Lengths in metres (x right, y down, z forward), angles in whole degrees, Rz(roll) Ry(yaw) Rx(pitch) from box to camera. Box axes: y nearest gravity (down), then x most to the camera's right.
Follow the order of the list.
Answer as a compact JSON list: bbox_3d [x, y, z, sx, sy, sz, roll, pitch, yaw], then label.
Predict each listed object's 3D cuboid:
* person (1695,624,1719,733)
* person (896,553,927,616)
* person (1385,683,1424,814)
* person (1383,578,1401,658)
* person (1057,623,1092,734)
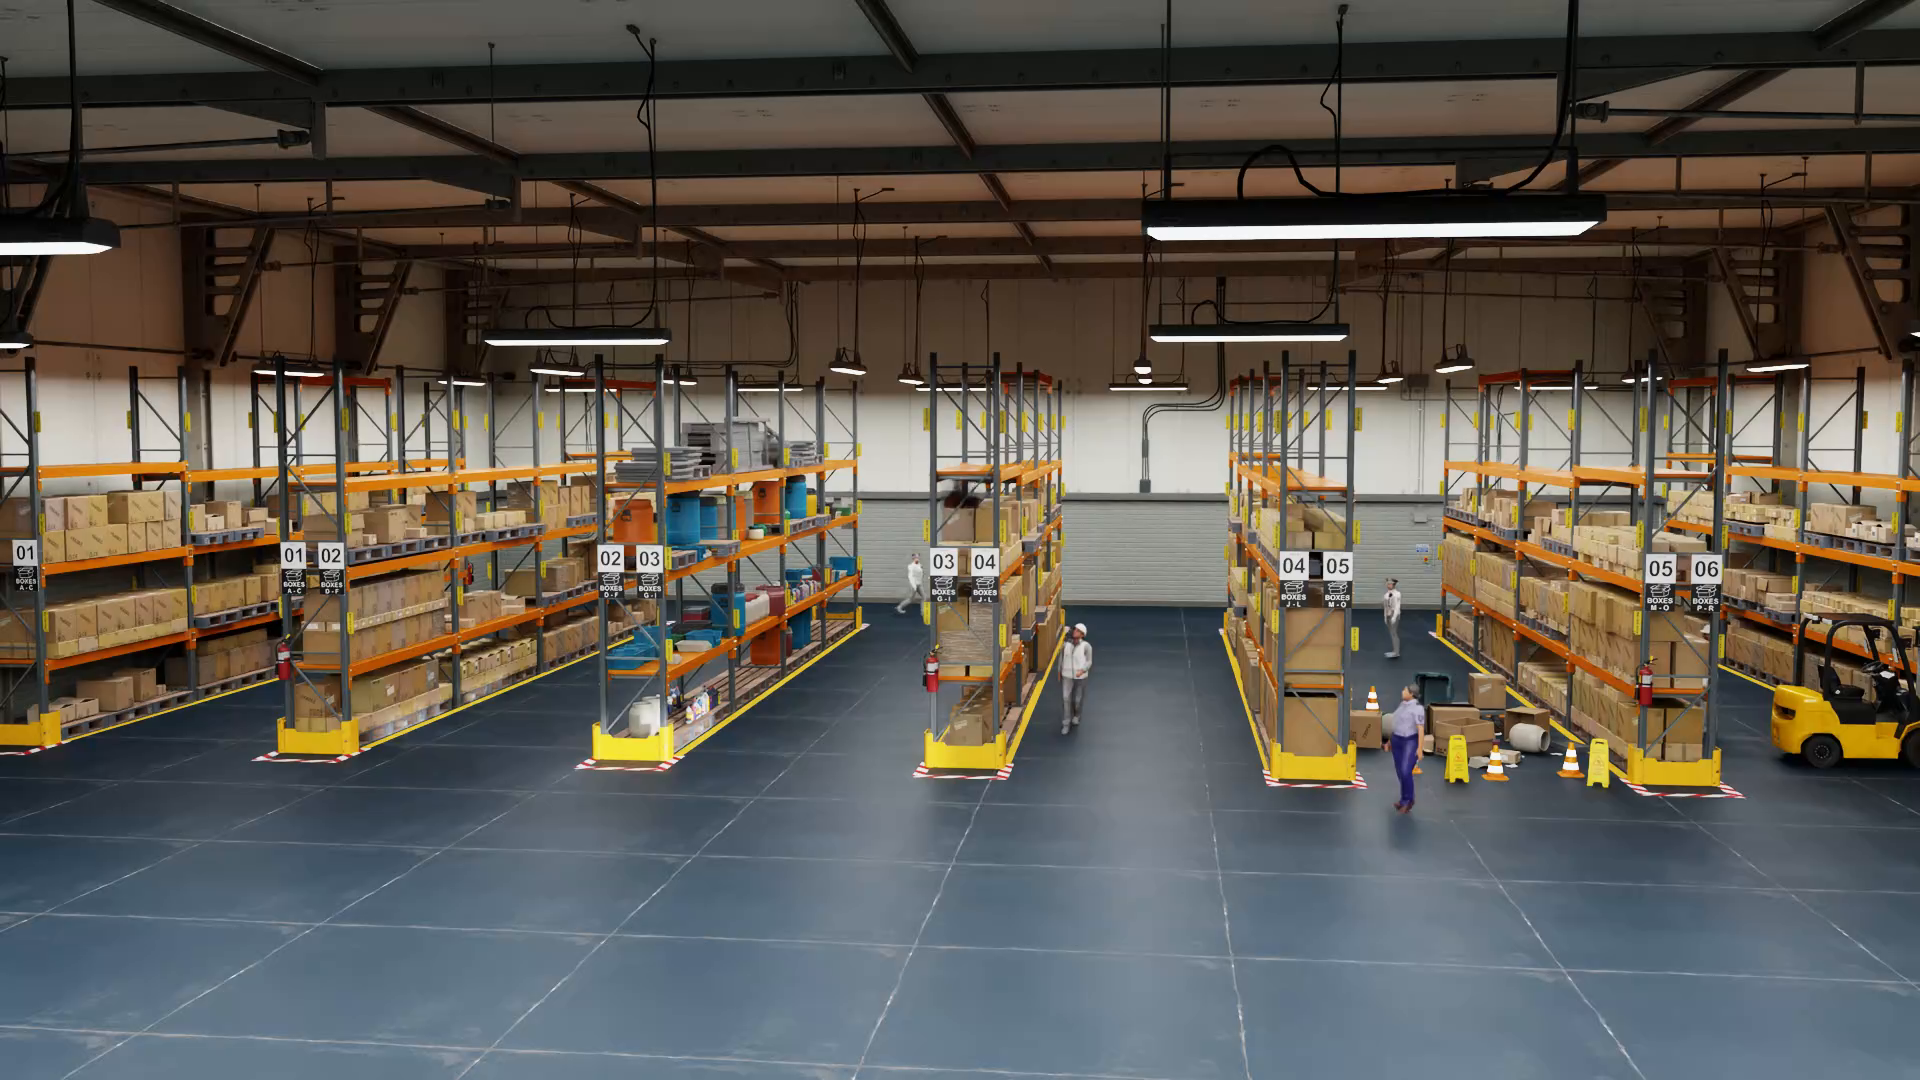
[{"bbox_3d":[11.918,2.237,26.621,0.513,1.786,0.633,3,5,35],"label":"person"},{"bbox_3d":[-1.191,1.137,42.973,0.907,1.631,0.545,1,4,19],"label":"person"},{"bbox_3d":[5.736,2.708,21.453,0.503,1.718,0.563,-3,5,-37],"label":"person"},{"bbox_3d":[9.208,1.649,35.470,0.339,1.686,0.506,0,4,-3],"label":"person"},{"bbox_3d":[1.864,2.245,27.120,0.589,1.755,0.941,1,4,8],"label":"person"}]
